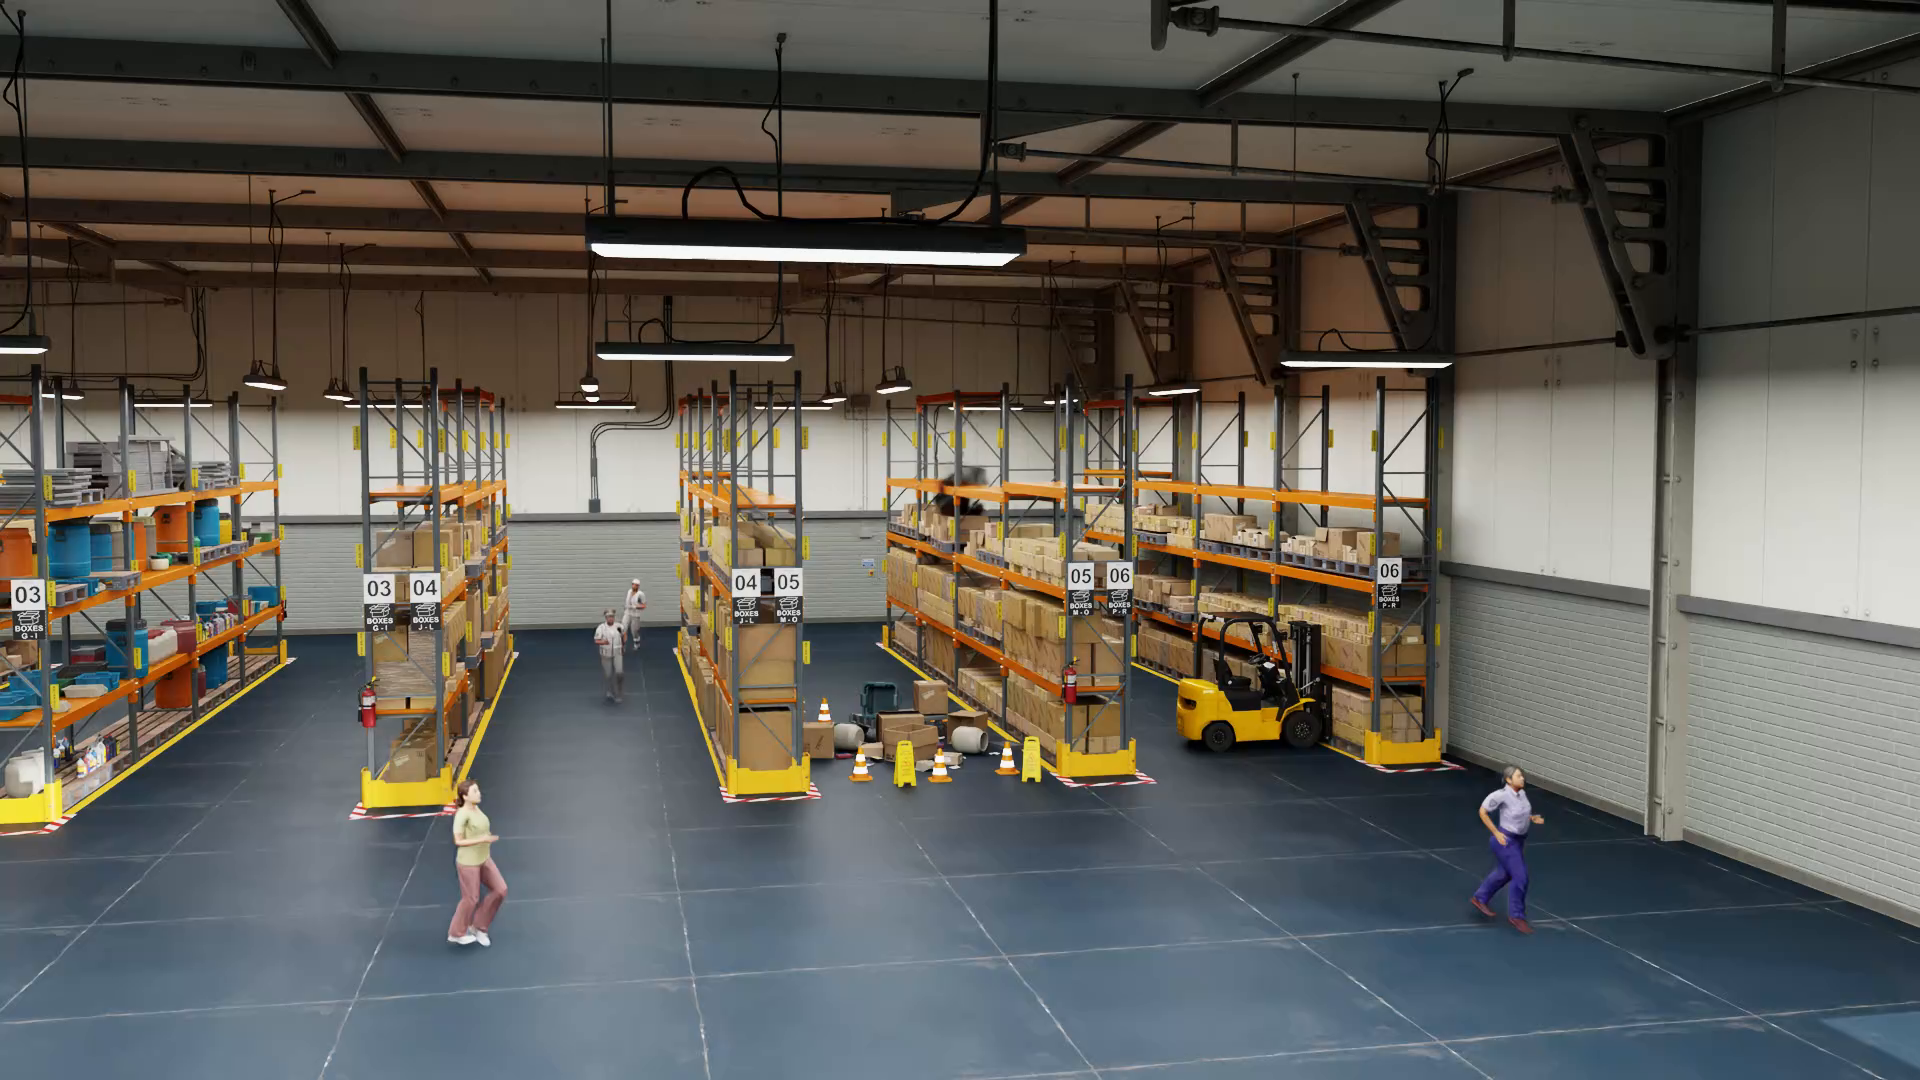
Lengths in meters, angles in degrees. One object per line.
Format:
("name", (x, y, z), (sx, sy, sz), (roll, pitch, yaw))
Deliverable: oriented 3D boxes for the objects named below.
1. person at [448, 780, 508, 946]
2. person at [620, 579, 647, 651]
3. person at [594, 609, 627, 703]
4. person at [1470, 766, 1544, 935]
("person", (-4.774, 3.197, 16.397), (0.620, 1.678, 0.561), (1, 4, 16))
("person", (-7.621, 1.799, 38.909), (0.672, 1.798, 0.872), (1, 4, 17))
("person", (-6.698, 2.233, 31.957), (0.638, 1.839, 0.767), (-1, 4, -18))
("person", (5.636, 3.161, 17.185), (0.756, 1.700, 0.596), (3, 5, 41))
